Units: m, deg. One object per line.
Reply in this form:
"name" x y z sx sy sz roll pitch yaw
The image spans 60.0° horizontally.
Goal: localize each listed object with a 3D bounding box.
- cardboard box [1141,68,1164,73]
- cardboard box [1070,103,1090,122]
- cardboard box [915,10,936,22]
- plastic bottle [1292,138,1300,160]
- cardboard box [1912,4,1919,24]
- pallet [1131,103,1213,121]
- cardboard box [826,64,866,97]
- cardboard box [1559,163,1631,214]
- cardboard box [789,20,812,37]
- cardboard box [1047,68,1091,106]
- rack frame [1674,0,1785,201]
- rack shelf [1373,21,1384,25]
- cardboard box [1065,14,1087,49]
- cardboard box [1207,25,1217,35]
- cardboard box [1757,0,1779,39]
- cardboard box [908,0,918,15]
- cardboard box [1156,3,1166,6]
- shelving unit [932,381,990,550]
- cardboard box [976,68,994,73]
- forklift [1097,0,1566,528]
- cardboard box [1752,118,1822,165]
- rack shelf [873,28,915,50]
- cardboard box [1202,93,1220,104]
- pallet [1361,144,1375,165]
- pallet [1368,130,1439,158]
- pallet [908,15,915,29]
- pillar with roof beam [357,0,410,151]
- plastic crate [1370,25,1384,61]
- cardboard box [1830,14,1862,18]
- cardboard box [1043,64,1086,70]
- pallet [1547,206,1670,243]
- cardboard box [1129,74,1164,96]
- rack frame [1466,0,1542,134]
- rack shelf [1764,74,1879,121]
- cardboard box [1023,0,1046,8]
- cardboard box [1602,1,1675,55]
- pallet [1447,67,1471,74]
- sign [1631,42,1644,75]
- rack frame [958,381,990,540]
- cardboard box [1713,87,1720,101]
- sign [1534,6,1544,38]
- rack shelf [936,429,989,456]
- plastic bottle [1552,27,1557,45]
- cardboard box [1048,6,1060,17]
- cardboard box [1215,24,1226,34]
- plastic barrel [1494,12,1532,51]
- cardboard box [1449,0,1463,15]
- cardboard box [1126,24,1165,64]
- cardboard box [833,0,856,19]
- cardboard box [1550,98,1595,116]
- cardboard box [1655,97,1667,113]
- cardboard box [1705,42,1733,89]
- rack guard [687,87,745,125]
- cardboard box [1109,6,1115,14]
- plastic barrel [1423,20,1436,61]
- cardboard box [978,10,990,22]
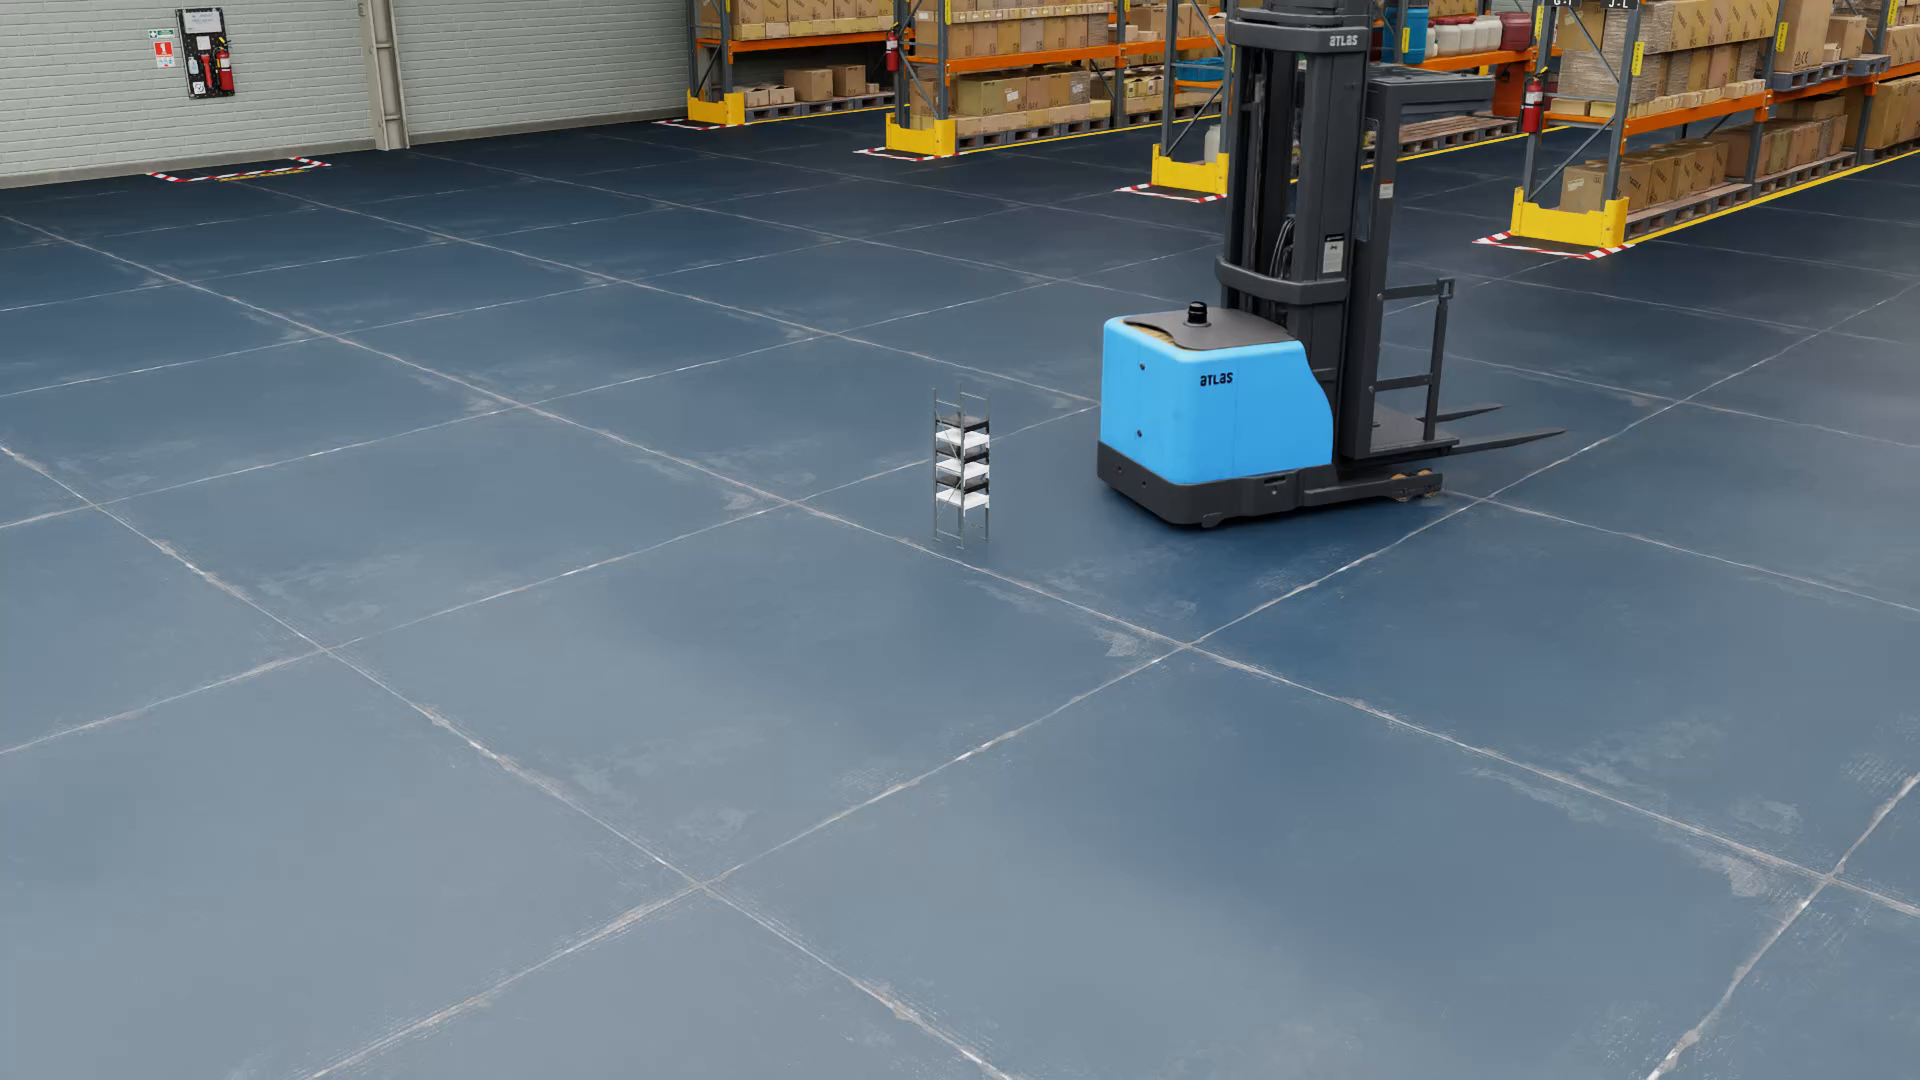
"cardboard box" 3.363 -7.900 28.414 0.500 0.311 0.500 19 28 40
"cardboard box" 1.701 -6.771 26.258 0.500 0.250 0.500 19 28 41
"cardboard box" -0.436 -7.626 24.191 0.380 0.149 0.250 19 28 40
"plastic bottle" 4.468 -5.210 22.138 0.097 0.271 0.097 0 21 0
"cardboard box" 13.551 -7.746 24.010 0.637 0.503 0.797 -19 28 -40
"pallet" 3.561 -7.372 28.459 1.003 0.211 1.213 19 28 41
"cardboard box" -2.023 -8.159 29.493 0.500 0.500 0.500 17 27 37
"cardboard box" 6.976 -3.836 18.272 0.500 0.500 0.500 -14 25 -32
"cardboard box" -2.839 -8.621 28.005 0.500 0.250 0.500 19 28 40
"cardboard box" 1.700 -7.122 26.125 0.500 0.500 0.500 19 28 41
"rack frame" 9.319 -5.679 20.168 1.000 3.000 0.127 19 28 41
"rack shelf" 6.410 -9.365 30.762 1.077 0.370 4.000 19 28 41
"cardboard box" 1.556 -7.953 25.945 0.700 0.500 0.500 19 28 40
"cardboard box" 4.165 -8.728 28.451 0.250 0.149 0.380 -18 27 -38
"cardboard box" 9.202 -6.146 19.437 0.500 0.500 0.500 19 28 41
"cardboard box" -0.948 -9.772 30.065 0.700 0.500 0.500 19 28 41
"cardboard box" 4.061 -11.118 34.641 0.250 0.149 0.380 -20 28 -41
"shelving unit" 0.006 -0.422 9.419 0.258 0.900 0.210 19 28 41
"cardboard box" 0.229 -9.028 31.754 0.700 0.500 0.500 19 28 40
"forklift" 2.422 -1.766 10.085 3.031 2.935 1.130 -9 23 -22
"cardboard box" 10.888 -5.275 21.988 0.500 0.500 0.700 -17 27 -38
"rack shelf" 0.068 -9.576 31.311 1.077 0.370 4.000 19 28 41
"cardboard box" 4.112 -7.641 28.522 0.500 0.250 0.500 -19 28 -41
"pallet" 5.272 -5.454 23.471 1.003 0.211 1.213 19 28 41
"pallet" 6.291 -5.828 24.444 1.003 0.211 1.213 19 28 41
"pallet" -0.690 -9.468 30.295 1.003 0.211 1.213 19 28 41
"pillar with roof beam" -5.351 -8.946 20.308 9.100 9.000 0.400 19 28 41
"plastic crate" 5.889 -7.149 23.904 0.402 0.464 0.583 19 28 41
"cardboard box" 11.762 -6.801 22.362 0.500 0.500 0.500 15 26 34
"cardboard box" 1.676 -7.381 26.798 0.500 0.500 0.500 19 28 41
"pallet" 7.174 -3.568 18.564 1.003 0.211 1.213 19 28 41
"cardboard box" 3.044 -7.504 27.384 0.500 0.311 0.500 19 28 40
"rack frame" 8.561 -7.946 26.068 1.000 3.000 0.127 19 28 41
"rack shelf" 10.714 -5.857 21.634 1.077 0.370 4.000 19 28 41
"cardboard box" 0.869 -8.308 25.062 0.700 0.500 0.500 19 28 41
"cardboard box" 7.108 -5.376 17.432 0.500 0.500 0.500 19 28 41
"pallet" 9.987 -9.717 34.562 1.003 0.211 1.213 19 28 41
"sign" 6.918 -4.919 16.984 0.100 0.325 0.005 19 28 41
"rack frame" 0.077 -0.448 9.487 0.240 0.900 0.006 19 28 41
"cardboard box" 8.472 -5.124 19.074 0.380 0.149 0.250 19 28 41
"sign" 6.145 -5.482 17.603 0.100 0.325 0.005 19 28 41
"rack shelf" 0.006 -0.559 9.366 0.258 0.077 0.200 19 28 41
"plastic bottle" 9.417 -8.038 26.478 0.152 0.276 0.135 19 28 41
"cardboard box" 1.301 -8.059 25.317 0.250 0.149 0.380 -19 28 -41
"cardboard box" 4.585 -8.769 28.559 0.380 0.149 0.250 19 28 41
"plastic barrel" 8.454 -7.815 25.536 0.600 0.536 0.708 19 28 41
"cardboard box" 9.767 -10.846 33.472 0.500 0.500 0.500 20 28 41
"cardboard box" 3.893 -10.447 34.985 0.750 0.750 0.750 20 28 41
"cardboard box" -2.139 -9.232 28.548 0.500 0.500 0.500 18 28 39
"cardboard box" 6.580 -4.658 17.863 0.380 0.149 0.250 19 28 41
"cardboard box" 7.431 -4.736 18.066 0.380 0.149 0.250 19 28 41
"cardboard box" 8.310 -5.490 19.124 0.875 0.500 0.500 19 28 41
"rack guard" -4.065 -7.222 27.668 1.175 0.500 0.348 19 28 41
"cardboard box" 2.921 -10.742 33.663 0.380 0.149 0.250 19 28 41
"plastic barrel" 6.595 -7.173 23.865 0.433 0.535 0.433 0 21 0
"cardboard box" 0.219 -7.659 24.278 0.380 0.149 0.250 19 28 41
